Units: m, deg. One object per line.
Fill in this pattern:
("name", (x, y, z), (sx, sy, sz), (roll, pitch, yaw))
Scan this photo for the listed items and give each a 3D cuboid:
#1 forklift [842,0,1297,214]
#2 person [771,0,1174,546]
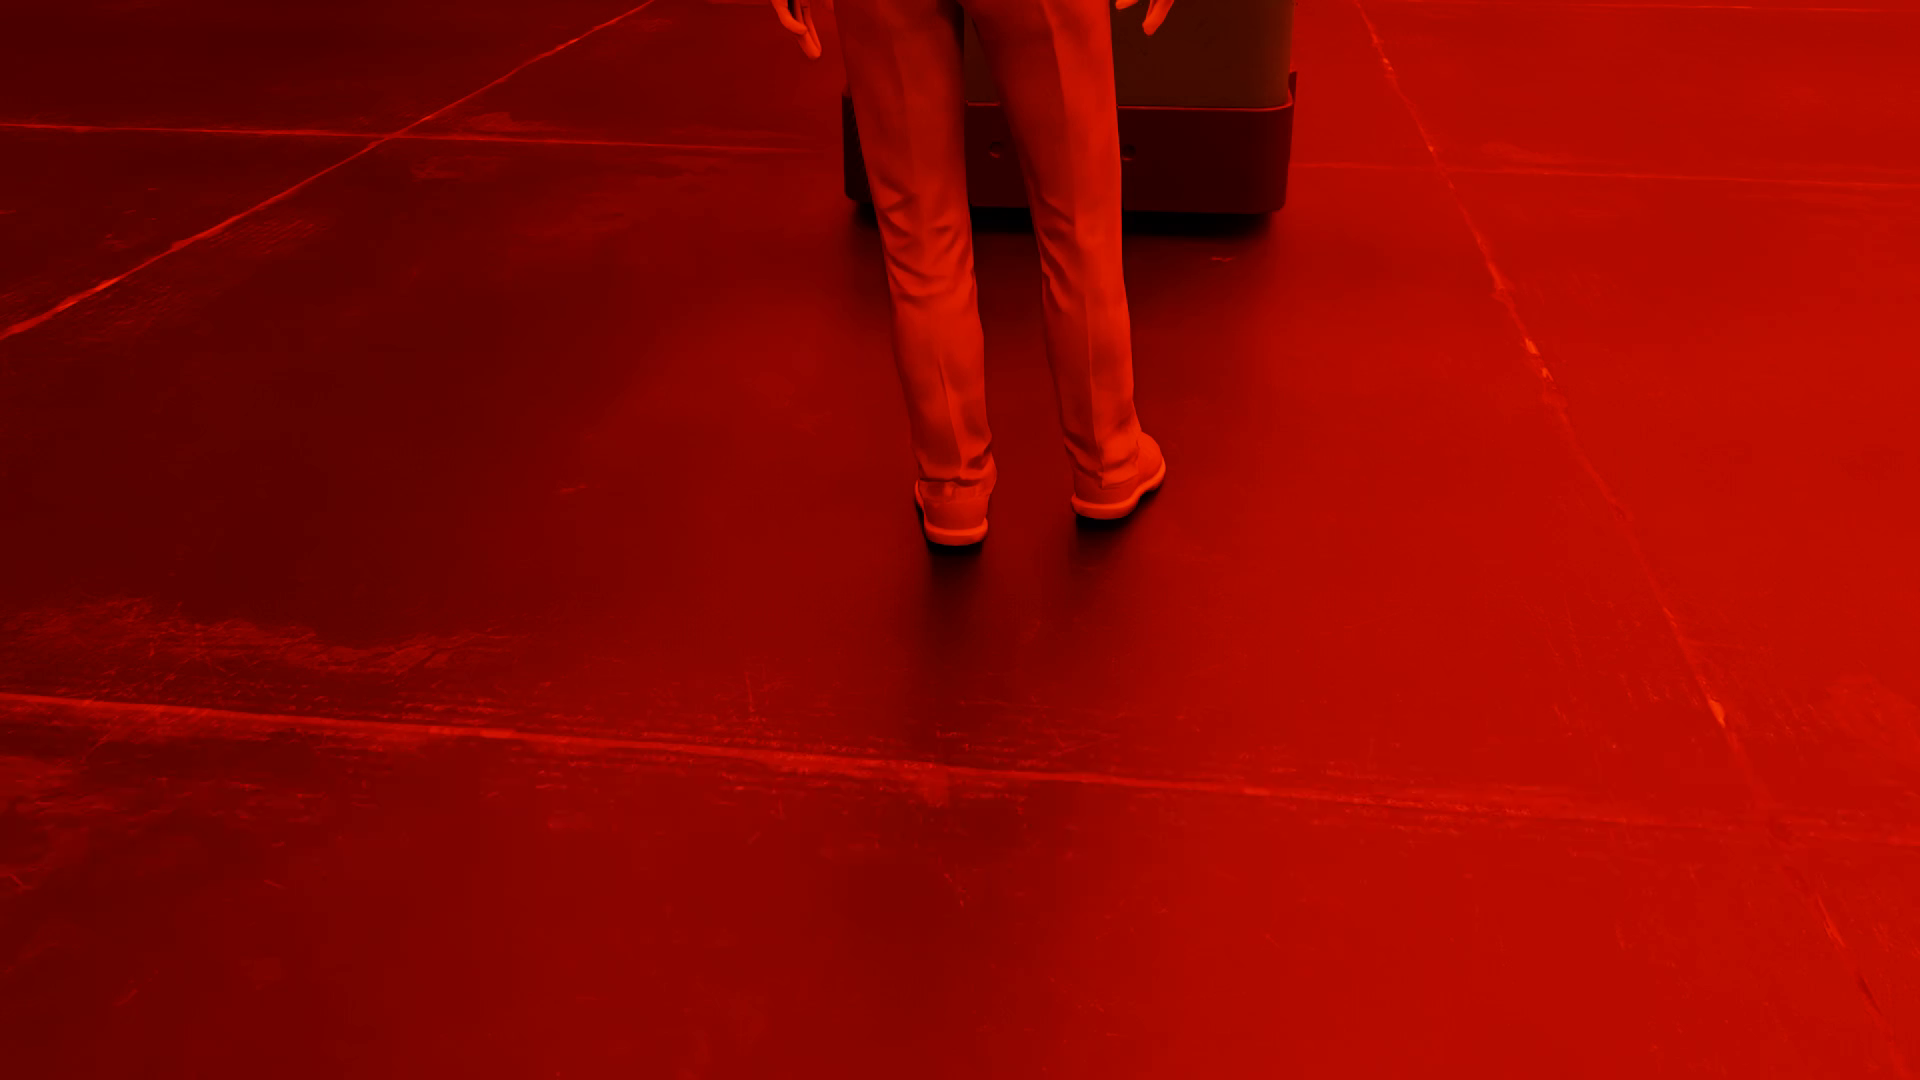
("forklift", (0.389, -2.692, 4.614), (1.130, 2.935, 3.031), (3, 27, 5))
("person", (0.016, -0.795, 2.179), (0.586, 1.694, 0.530), (3, 27, 7))
